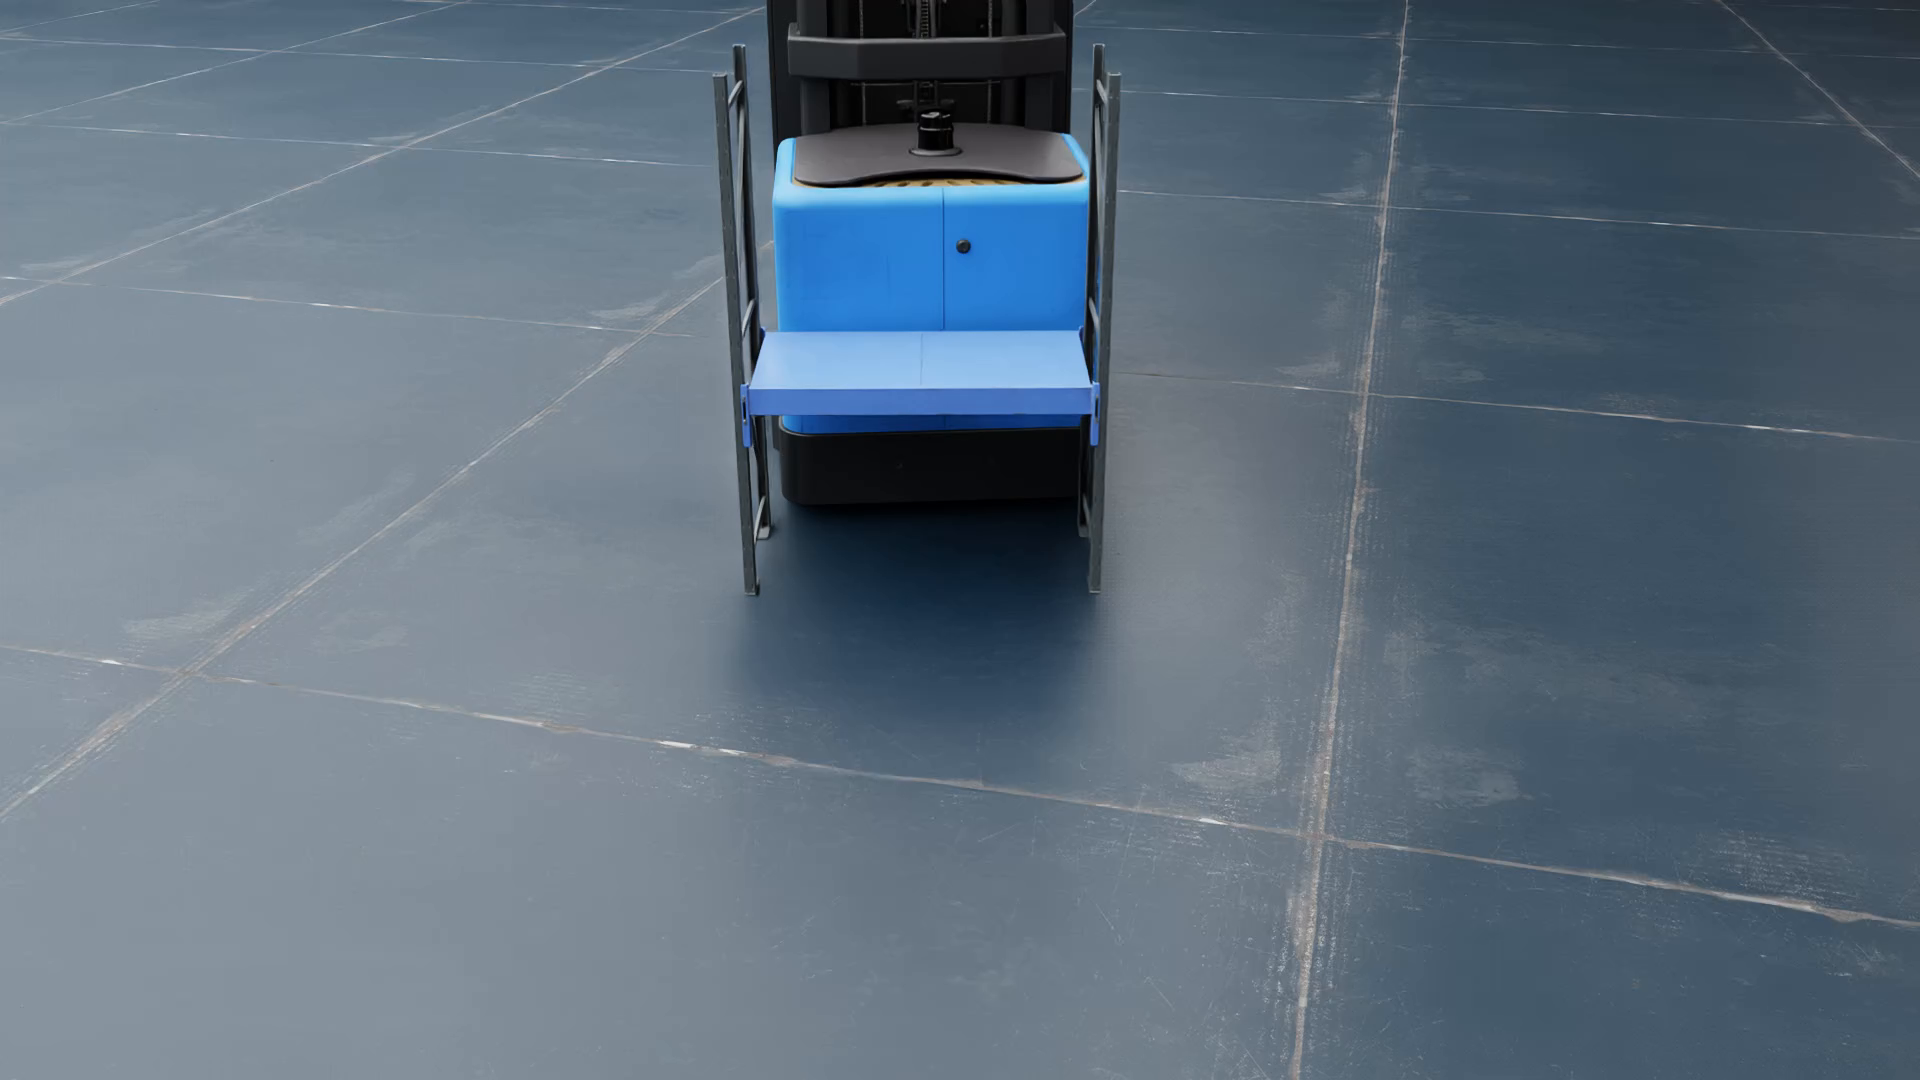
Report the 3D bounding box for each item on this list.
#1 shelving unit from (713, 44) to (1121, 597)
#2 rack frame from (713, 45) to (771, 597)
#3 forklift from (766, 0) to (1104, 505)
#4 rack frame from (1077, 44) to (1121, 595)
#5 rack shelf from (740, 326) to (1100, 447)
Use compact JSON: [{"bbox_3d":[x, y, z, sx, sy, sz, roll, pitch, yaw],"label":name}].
[{"bbox_3d":[-0.113,-0.620,4.808,1.048,1.500,0.538,0,25,-1],"label":"shelving unit"},{"bbox_3d":[-0.621,-0.618,4.802,0.032,1.500,0.500,0,25,-1],"label":"rack frame"},{"bbox_3d":[-0.160,-2.032,6.108,1.130,2.935,3.031,-2,26,-4],"label":"forklift"},{"bbox_3d":[0.396,-0.623,4.813,0.032,1.500,0.500,0,25,-1],"label":"rack frame"},{"bbox_3d":[-0.113,-0.458,4.885,1.000,0.185,0.538,0,25,-1],"label":"rack shelf"}]
